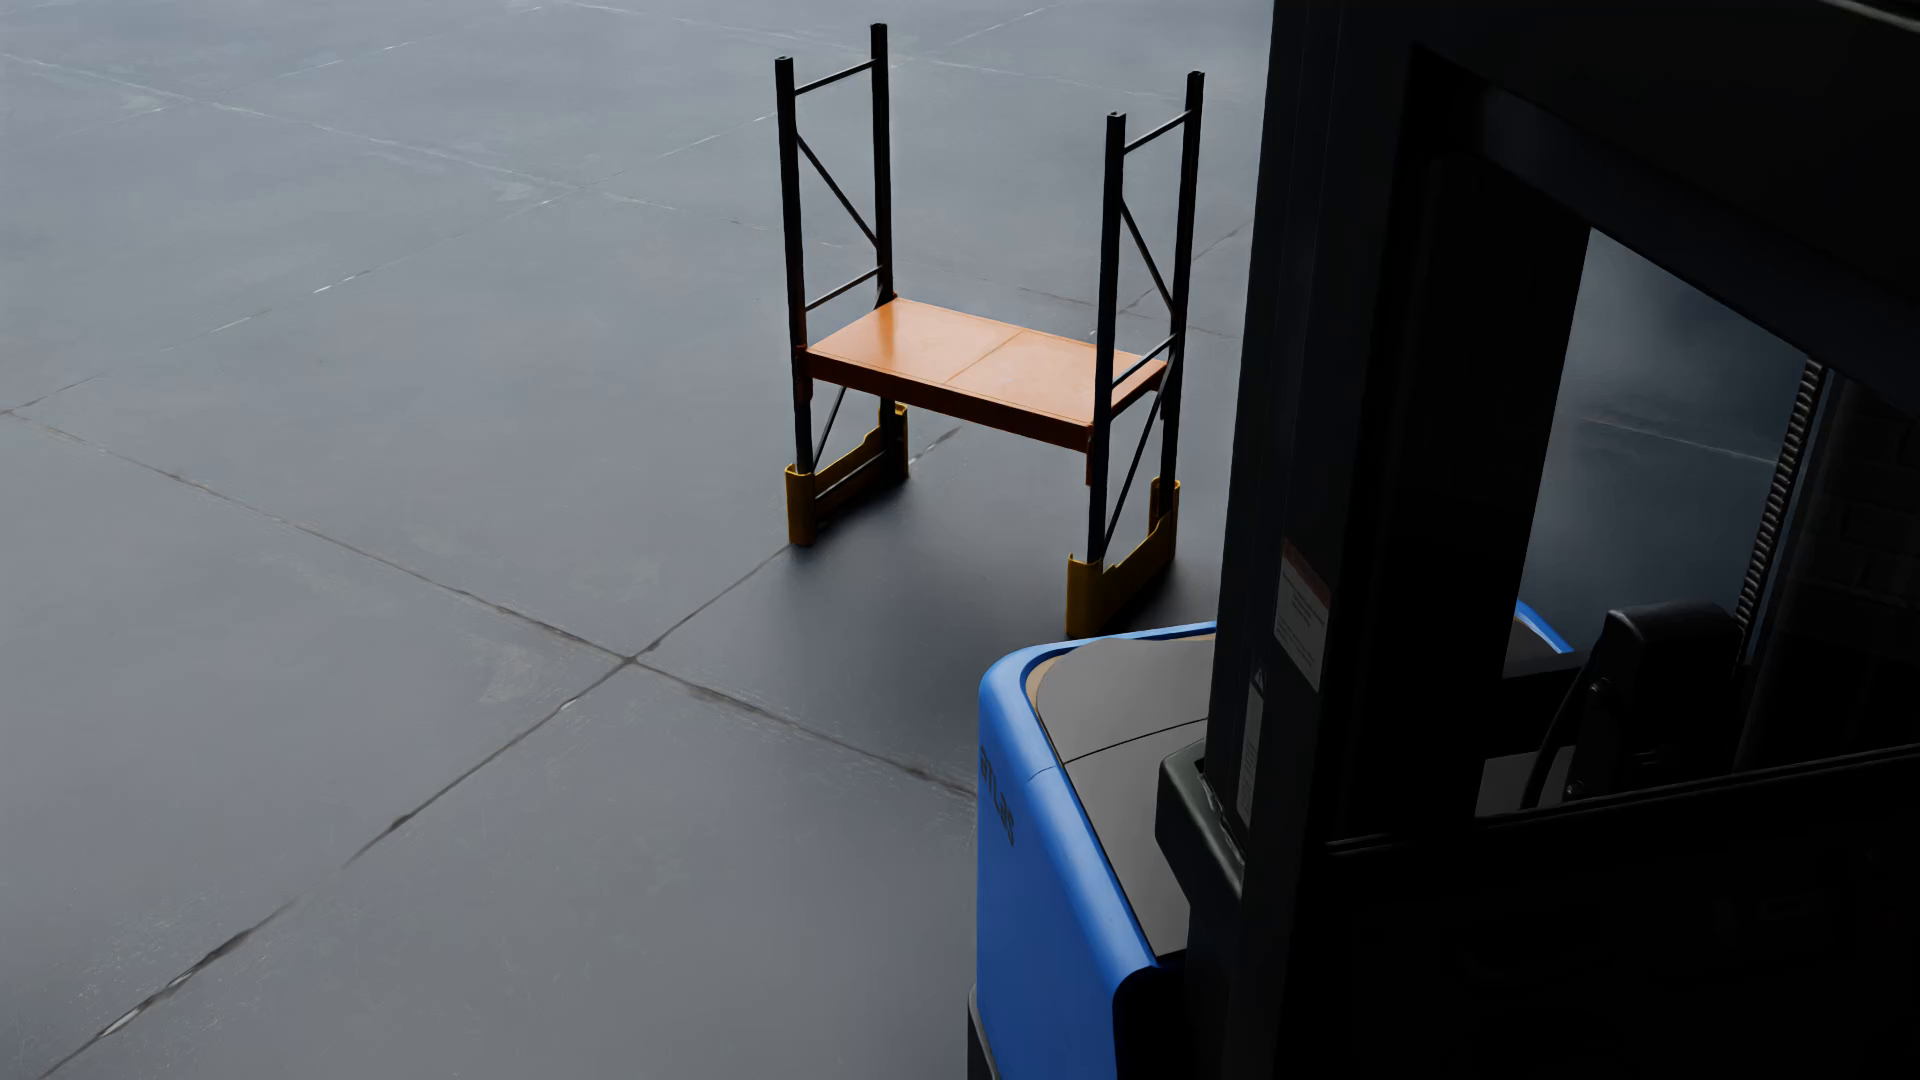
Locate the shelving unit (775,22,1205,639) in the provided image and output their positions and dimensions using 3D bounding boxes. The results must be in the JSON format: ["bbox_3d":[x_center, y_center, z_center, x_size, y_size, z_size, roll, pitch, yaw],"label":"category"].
[{"bbox_3d":[0.065,-0.627,4.837,1.083,1.500,0.587,18,35,27],"label":"shelving unit"}]

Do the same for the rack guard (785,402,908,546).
[{"bbox_3d":[-0.357,-0.221,5.381,0.087,0.250,0.587,18,35,27],"label":"rack guard"}]

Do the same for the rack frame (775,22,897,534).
[{"bbox_3d":[-0.358,-0.761,5.066,0.032,1.500,0.500,18,35,27],"label":"rack frame"}]

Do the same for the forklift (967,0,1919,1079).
[{"bbox_3d":[0.862,0.511,1.465,1.130,2.935,3.031,-7,31,-12],"label":"forklift"}]

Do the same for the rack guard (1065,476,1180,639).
[{"bbox_3d":[0.486,0.046,4.923,0.087,0.250,0.587,18,35,27],"label":"rack guard"}]

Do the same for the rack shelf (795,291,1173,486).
[{"bbox_3d":[0.072,-0.470,4.924,1.000,0.185,0.538,18,35,27],"label":"rack shelf"}]

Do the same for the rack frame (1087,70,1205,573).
[{"bbox_3d":[0.503,-0.489,4.599,0.032,1.500,0.500,18,35,27],"label":"rack frame"}]
